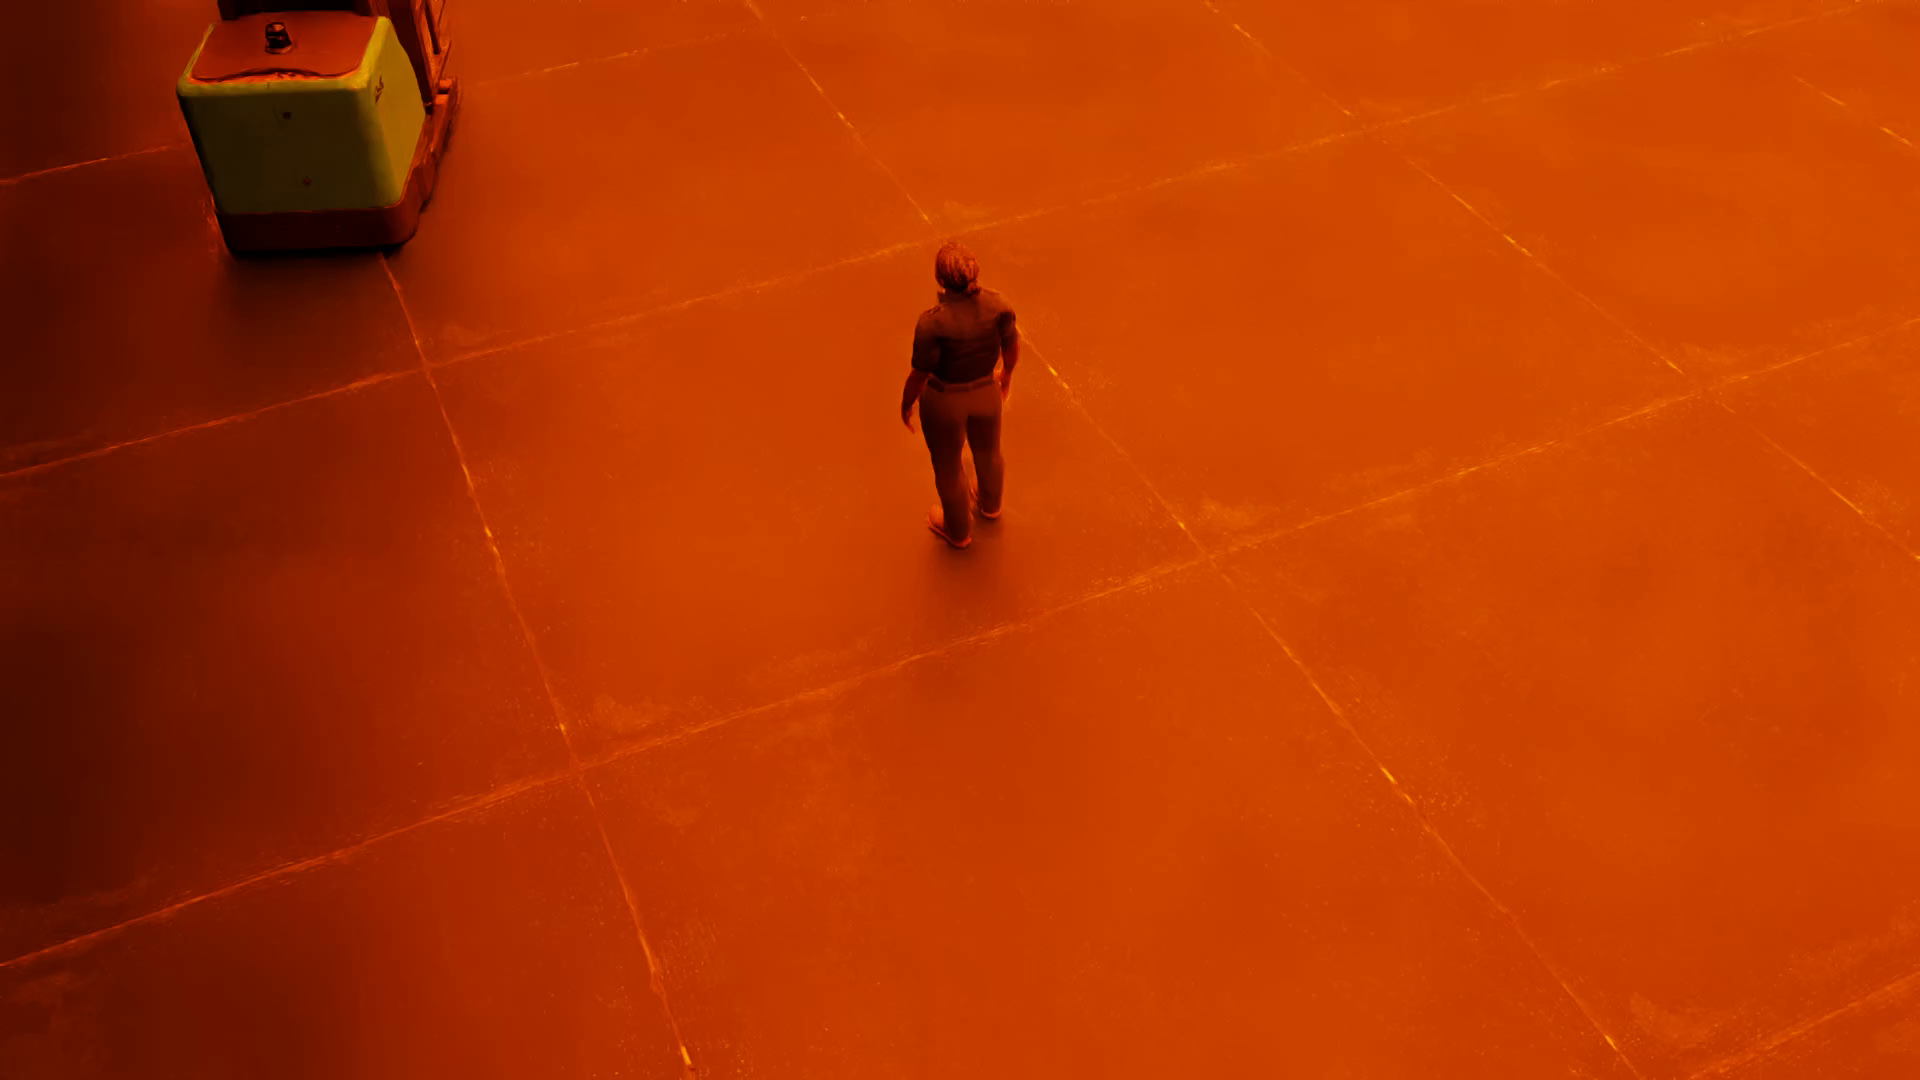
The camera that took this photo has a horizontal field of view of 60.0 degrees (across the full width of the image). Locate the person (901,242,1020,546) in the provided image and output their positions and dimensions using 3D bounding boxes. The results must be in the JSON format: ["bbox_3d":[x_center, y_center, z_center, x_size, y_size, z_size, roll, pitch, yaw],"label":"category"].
[{"bbox_3d":[-0.019,-0.670,7.323,0.570,1.654,0.503,-18,46,-18],"label":"person"}]

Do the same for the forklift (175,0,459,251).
[{"bbox_3d":[-3.811,-3.720,9.666,1.130,2.935,3.031,-3,43,-4],"label":"forklift"}]
